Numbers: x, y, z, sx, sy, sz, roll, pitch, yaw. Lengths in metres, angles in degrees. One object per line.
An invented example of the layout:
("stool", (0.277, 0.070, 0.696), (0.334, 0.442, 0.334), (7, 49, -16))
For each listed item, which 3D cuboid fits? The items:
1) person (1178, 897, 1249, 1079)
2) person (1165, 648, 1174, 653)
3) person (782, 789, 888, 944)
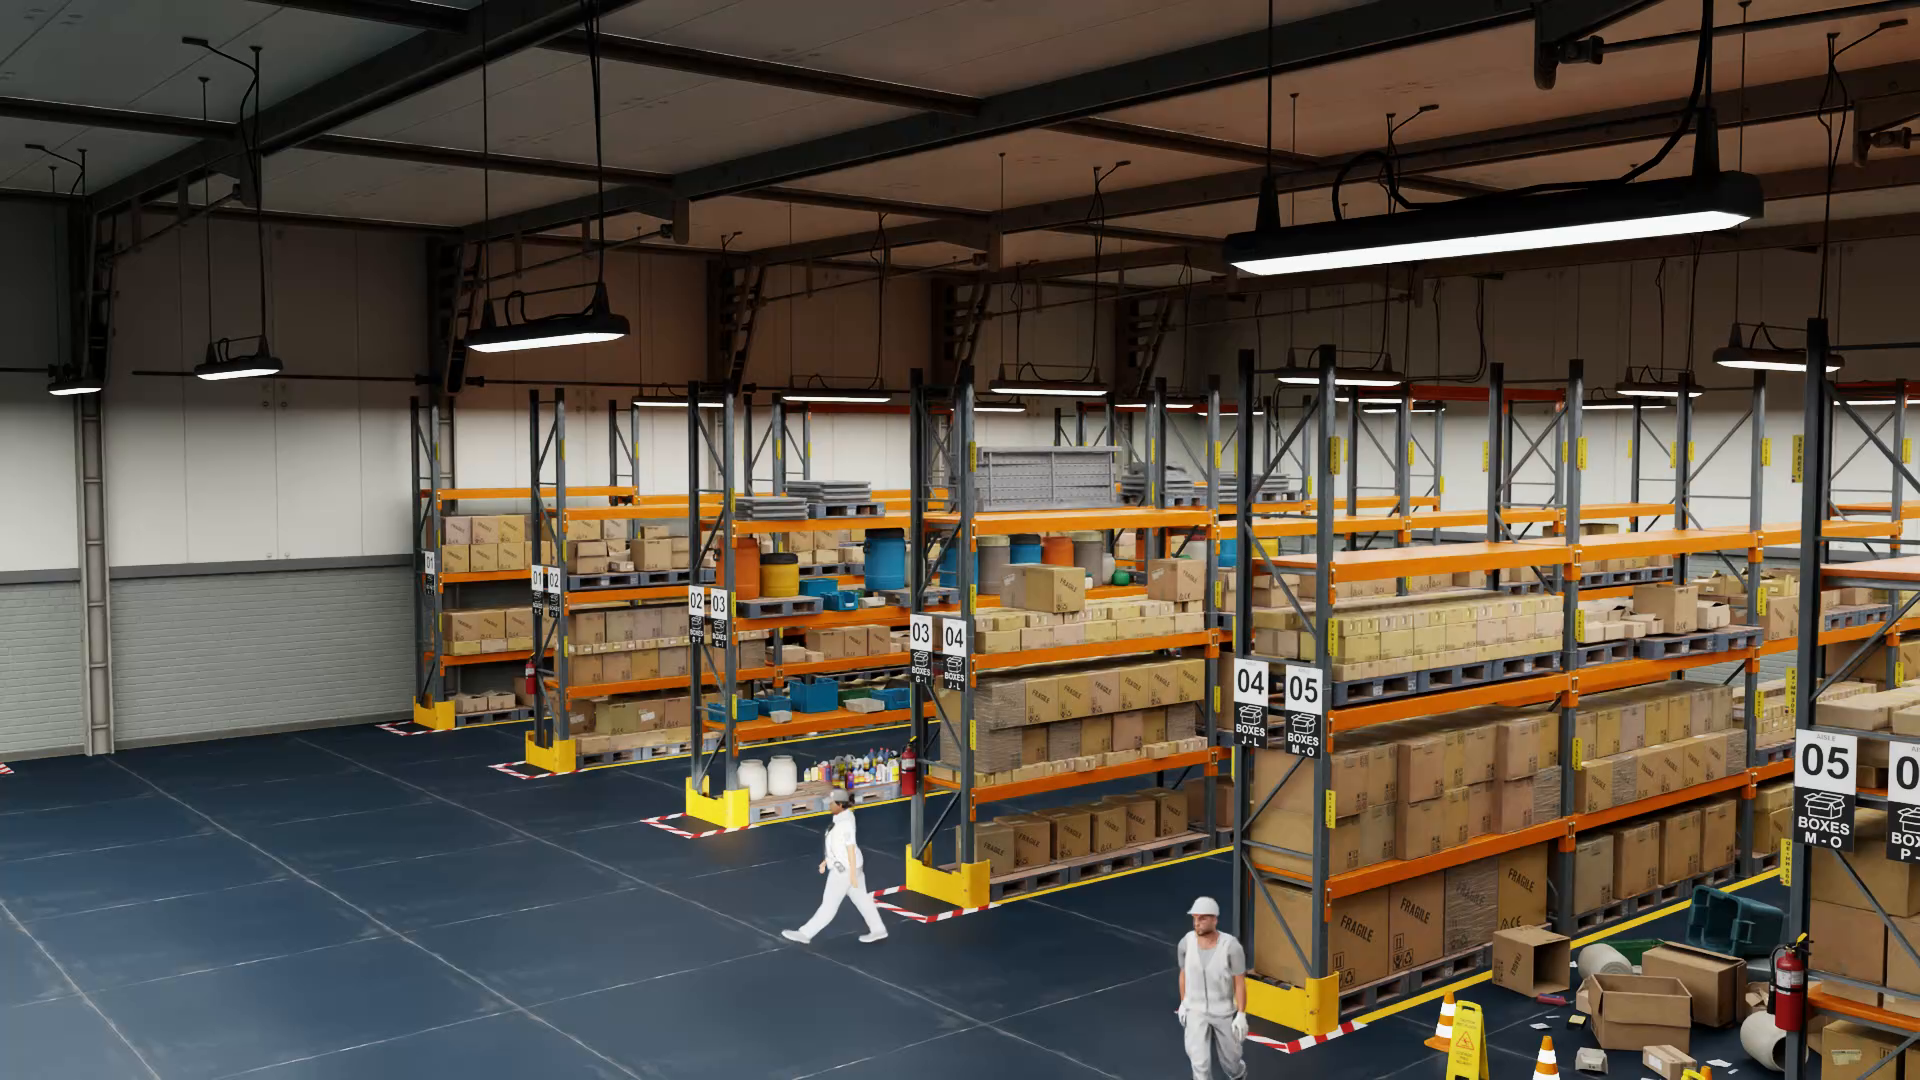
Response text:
("person", (1.917, 3.559, 12.592), (0.567, 1.726, 0.955), (1, 3, 16))
("person", (3.768, 2.475, 30.728), (0.519, 1.771, 0.563), (-3, 4, -40))
("person", (-1.275, 3.340, 17.040), (1.059, 1.602, 0.504), (0, 3, 2))
